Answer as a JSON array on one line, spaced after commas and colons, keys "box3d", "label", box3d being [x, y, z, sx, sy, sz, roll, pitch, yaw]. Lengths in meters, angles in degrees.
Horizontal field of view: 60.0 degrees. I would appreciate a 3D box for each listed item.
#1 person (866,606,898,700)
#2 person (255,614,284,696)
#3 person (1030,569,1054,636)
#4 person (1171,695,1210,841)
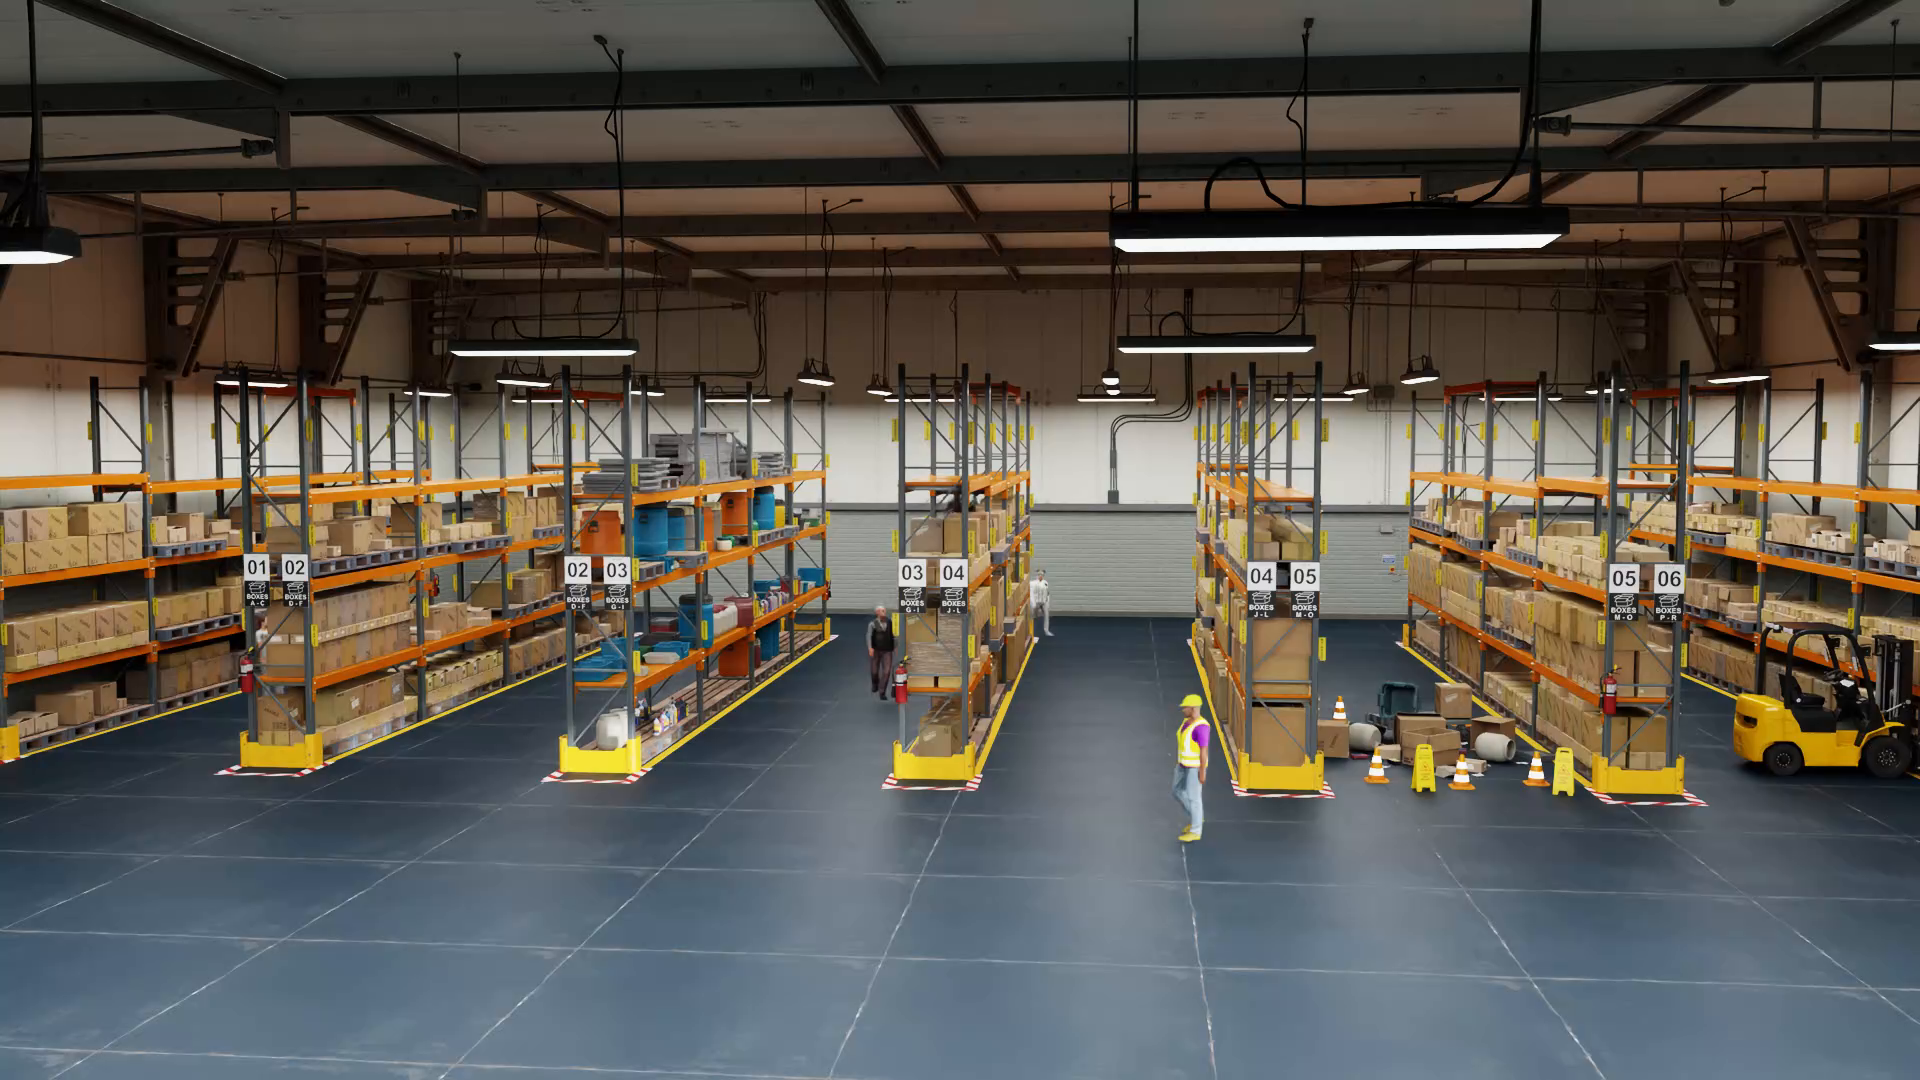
[{"box3d": [-1.424, 2.065, 30.616, 0.661, 1.710, 0.664, -1, 4, -17], "label": "person"}, {"box3d": [-12.719, 2.208, 30.700, 0.490, 1.685, 0.542, 3, 5, 37], "label": "person"}, {"box3d": [1.997, 1.536, 41.163, 0.559, 1.645, 0.955, -2, 4, -27], "label": "person"}, {"box3d": [2.853, 2.795, 20.516, 0.499, 1.786, 0.575, -1, 4, -18], "label": "person"}]
